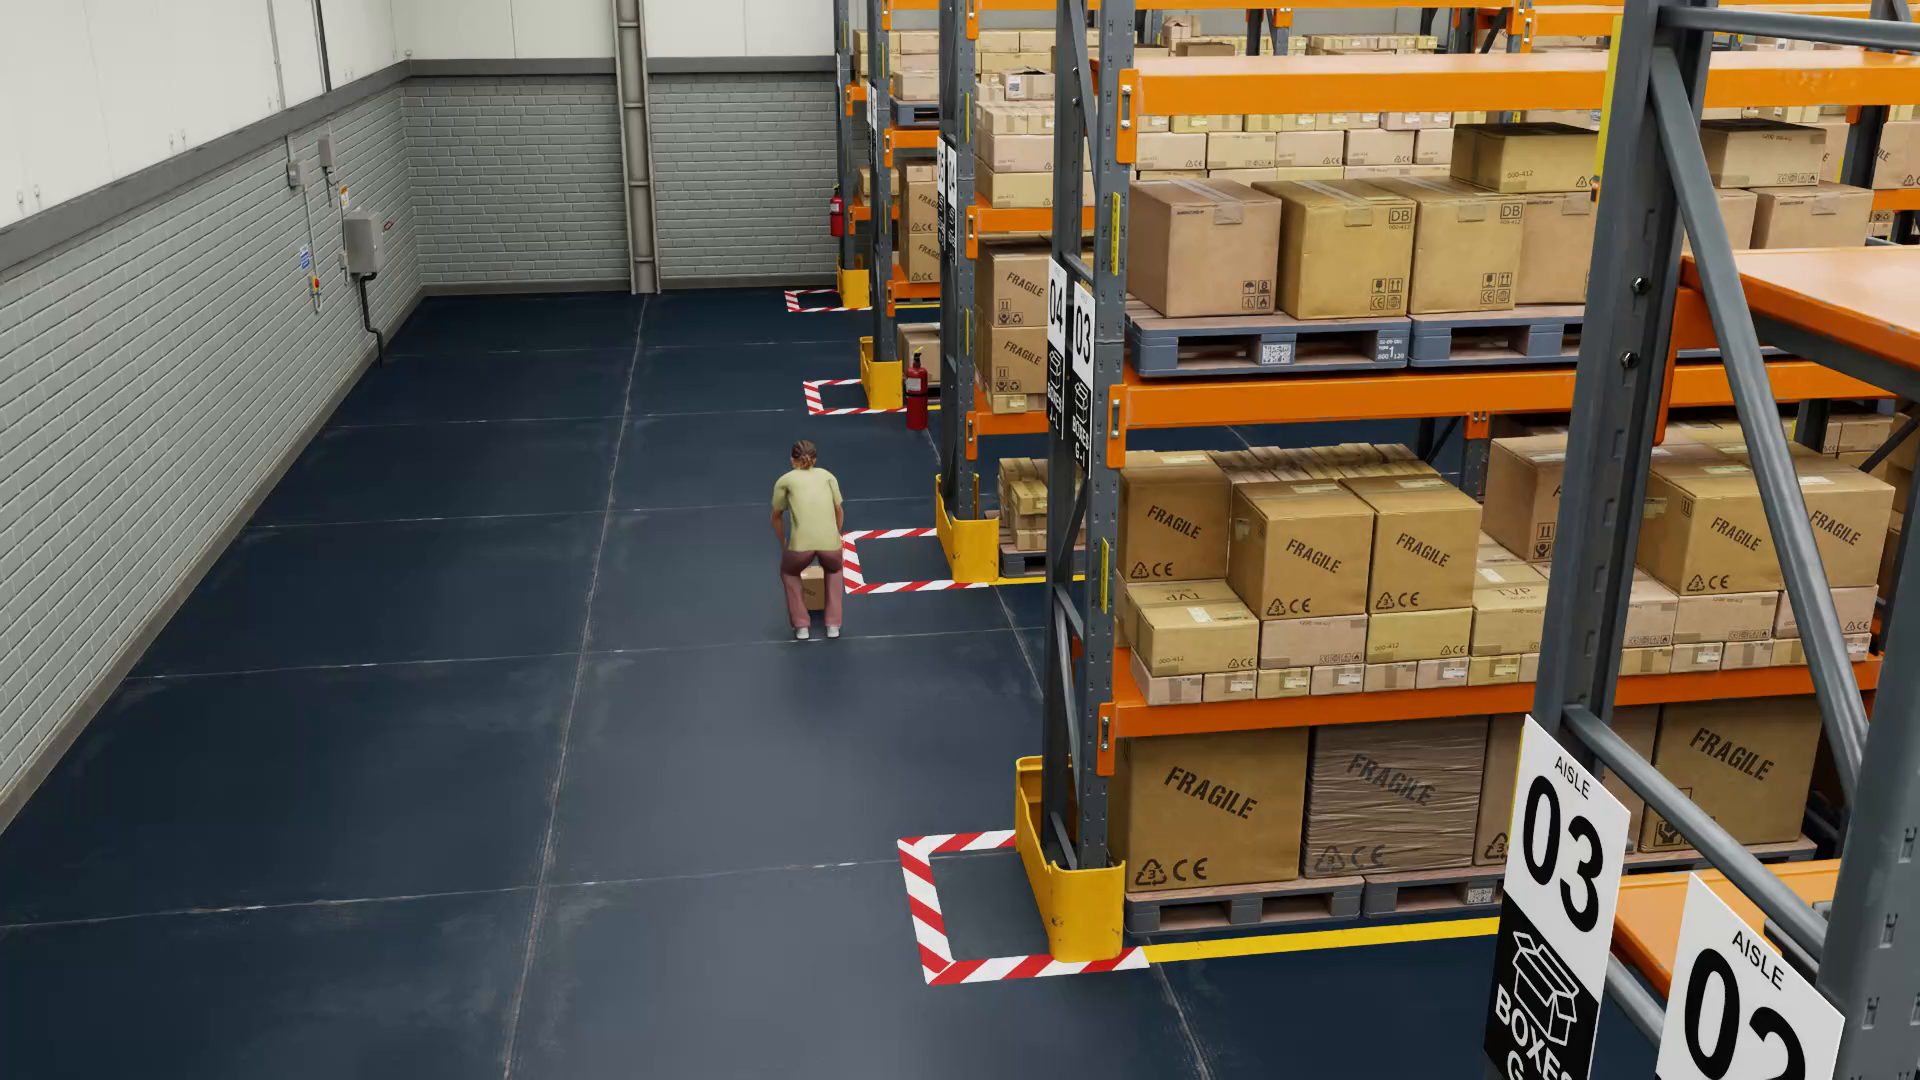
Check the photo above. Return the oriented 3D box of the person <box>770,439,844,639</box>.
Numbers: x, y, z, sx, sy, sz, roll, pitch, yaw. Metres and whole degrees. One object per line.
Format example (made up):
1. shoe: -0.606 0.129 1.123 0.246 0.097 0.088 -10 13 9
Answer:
1. person: -1.055 0.005 11.567 0.511 1.333 0.668 -3 20 -7
